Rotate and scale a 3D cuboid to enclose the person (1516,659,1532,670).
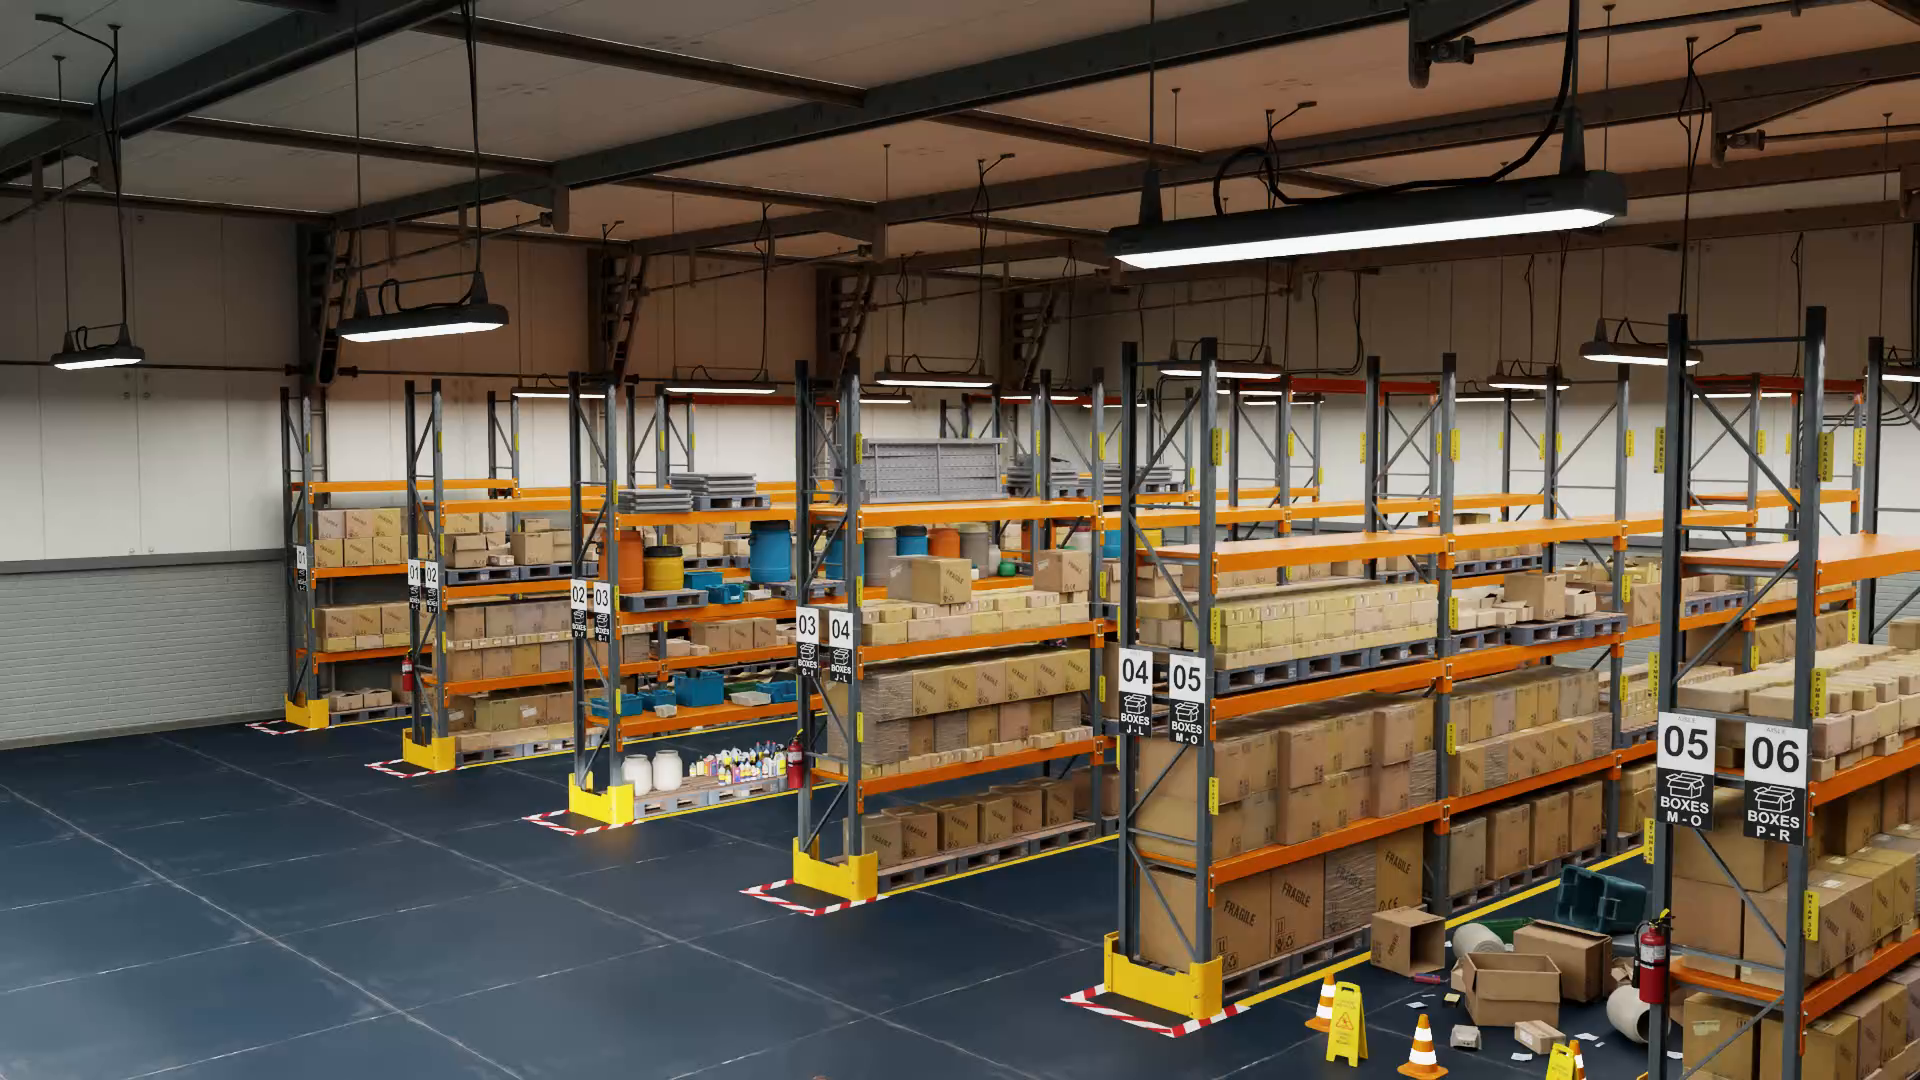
[{"bbox_3d":[8.890,2.630,26.357,0.896,1.671,0.623,-3,5,-42],"label":"person"}]
